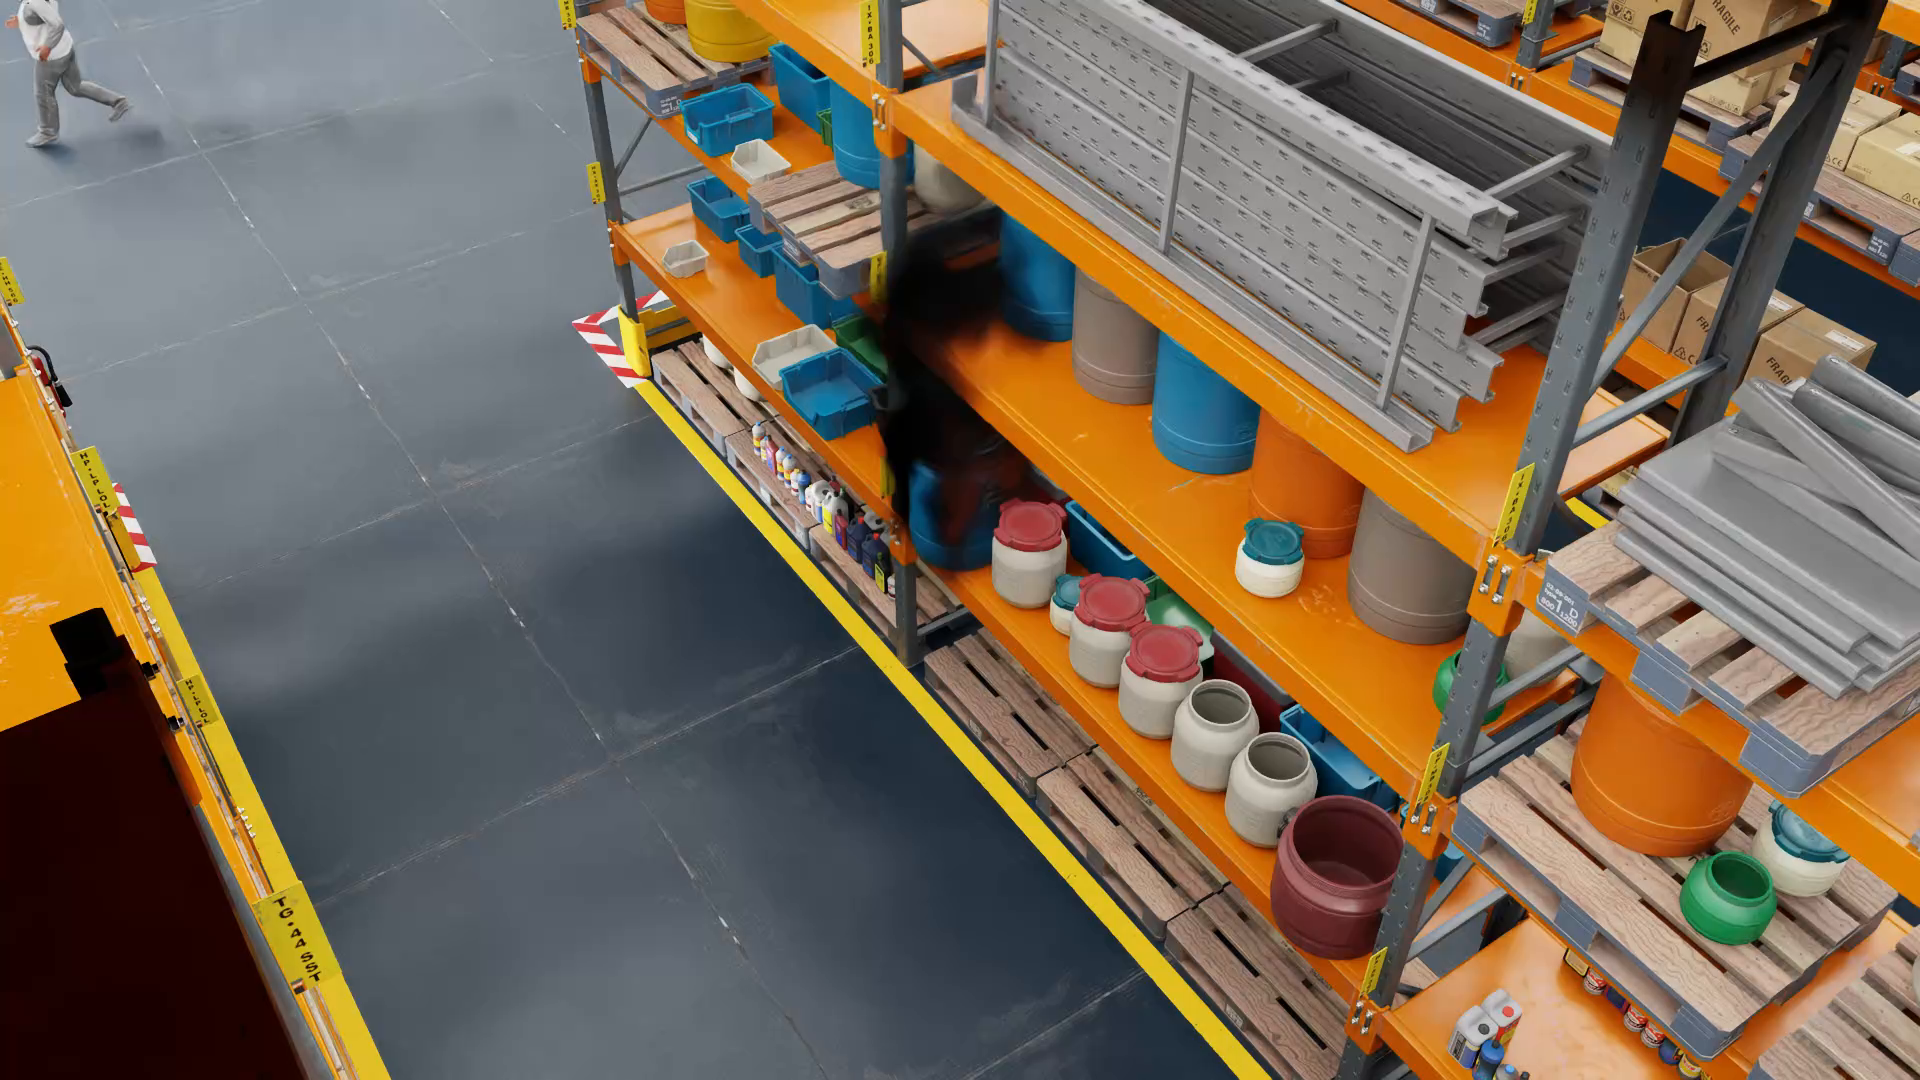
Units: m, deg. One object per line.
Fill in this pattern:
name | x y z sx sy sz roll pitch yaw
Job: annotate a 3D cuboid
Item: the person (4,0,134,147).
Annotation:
person | -8.389 -4.512 15.346 1.013 1.755 0.671 -7 43 -8
